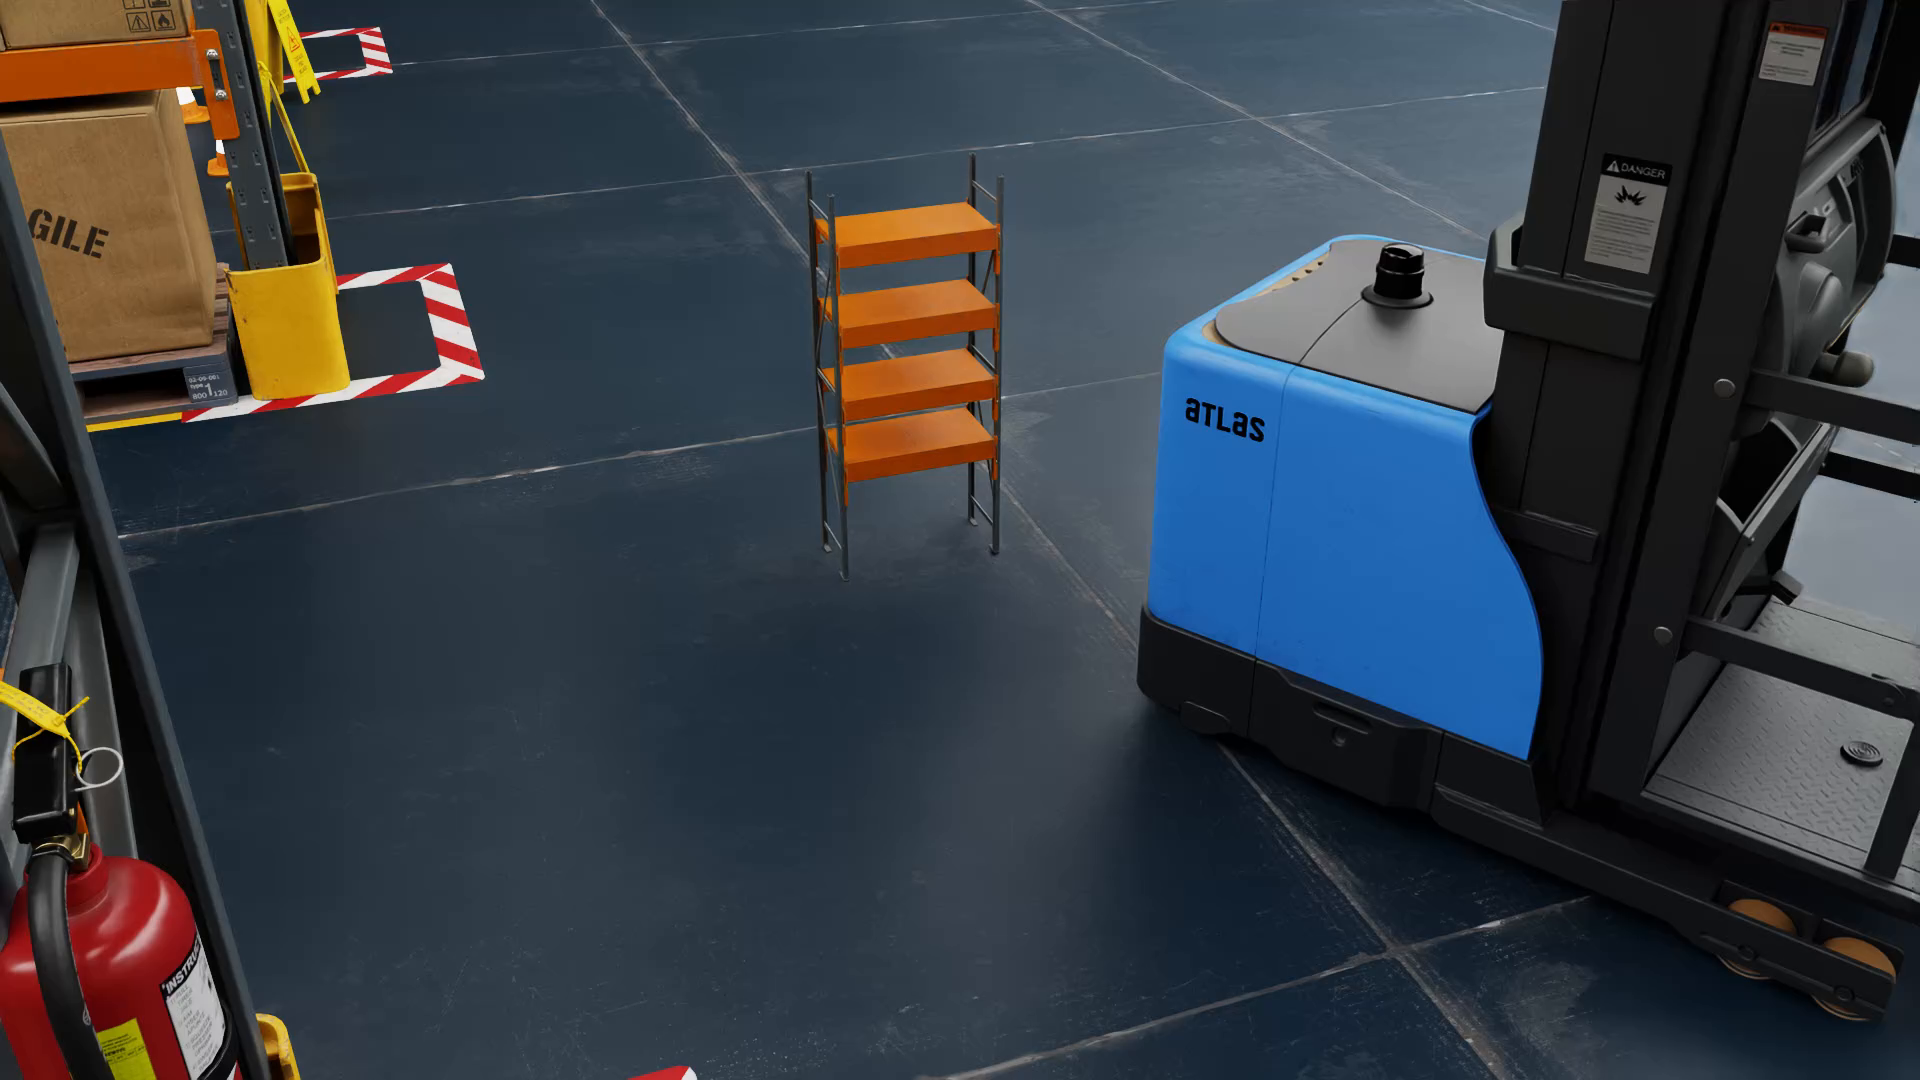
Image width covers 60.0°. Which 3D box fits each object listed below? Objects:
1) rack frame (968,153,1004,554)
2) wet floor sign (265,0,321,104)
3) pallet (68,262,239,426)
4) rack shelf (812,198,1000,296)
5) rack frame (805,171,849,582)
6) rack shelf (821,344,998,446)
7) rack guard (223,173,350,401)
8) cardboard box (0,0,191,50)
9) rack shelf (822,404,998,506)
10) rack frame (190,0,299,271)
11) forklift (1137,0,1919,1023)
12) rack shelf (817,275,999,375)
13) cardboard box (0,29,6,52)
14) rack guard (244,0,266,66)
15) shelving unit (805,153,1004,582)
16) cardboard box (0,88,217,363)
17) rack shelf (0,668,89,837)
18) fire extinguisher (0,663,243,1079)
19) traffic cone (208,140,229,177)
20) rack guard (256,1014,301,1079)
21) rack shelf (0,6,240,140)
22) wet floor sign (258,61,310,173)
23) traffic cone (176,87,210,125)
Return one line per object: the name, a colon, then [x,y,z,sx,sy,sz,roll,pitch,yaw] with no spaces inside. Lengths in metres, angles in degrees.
rack frame: [0.074,-0.535,4.977,0.015,1.200,0.240,-10,31,-18]
wet floor sign: [-3.943,-2.897,9.682,0.232,0.644,0.267,0,30,0]
pallet: [-3.396,-0.718,6.297,1.213,0.211,1.003,-10,31,-18]
rack shelf: [-0.155,-0.834,4.708,0.480,0.148,0.258,-10,31,-18]
rack frame: [-0.384,-0.451,4.829,0.015,1.200,0.240,-10,31,-18]
rack shelf: [-0.155,-0.434,4.936,0.480,0.148,0.258,-10,31,-18]
rack guard: [-2.651,-1.022,6.539,0.348,0.500,1.175,-10,31,-18]
cardboard box: [-3.005,-2.084,5.726,0.550,0.550,0.875,-10,31,-18]
rack shelf: [-0.155,-0.262,5.034,0.480,0.148,0.258,-10,31,-18]
rack frame: [-2.673,-2.104,5.913,0.127,3.000,1.000,-10,31,-18]
forklift: [1.948,-0.568,3.286,3.031,2.935,1.130,21,36,32]
rack shelf: [-0.155,-0.629,4.825,0.480,0.148,0.258,-10,31,-18]
cardboard box: [-3.513,-1.979,5.542,0.550,0.550,0.875,-10,31,-18]
rack guard: [-4.565,-3.284,10.509,0.348,0.500,1.175,-10,31,-18]
shelving unit: [-0.155,-0.493,4.903,0.503,1.200,0.258,-10,31,-18]
cardboard box: [-3.286,-1.216,6.076,0.875,0.875,0.875,-10,31,-17]
rack shelf: [-2.913,0.872,1.415,4.000,0.370,1.077,-10,31,-18]
fire extinguisher: [-0.771,0.442,1.522,0.183,0.674,0.296,-10,31,-18]
traffic cone: [-3.742,-2.152,8.560,0.334,0.463,0.336,-10,31,-18]
rack guard: [-1.110,1.314,2.439,0.348,0.500,1.175,-10,31,-18]
rack shelf: [-4.548,-1.446,5.485,4.000,0.370,1.077,-10,31,-18]
wet floor sign: [-3.337,-2.005,8.117,0.232,0.644,0.267,-16,33,-26]
traffic cone: [-4.447,-2.608,9.360,0.334,0.463,0.336,-10,31,-18]
